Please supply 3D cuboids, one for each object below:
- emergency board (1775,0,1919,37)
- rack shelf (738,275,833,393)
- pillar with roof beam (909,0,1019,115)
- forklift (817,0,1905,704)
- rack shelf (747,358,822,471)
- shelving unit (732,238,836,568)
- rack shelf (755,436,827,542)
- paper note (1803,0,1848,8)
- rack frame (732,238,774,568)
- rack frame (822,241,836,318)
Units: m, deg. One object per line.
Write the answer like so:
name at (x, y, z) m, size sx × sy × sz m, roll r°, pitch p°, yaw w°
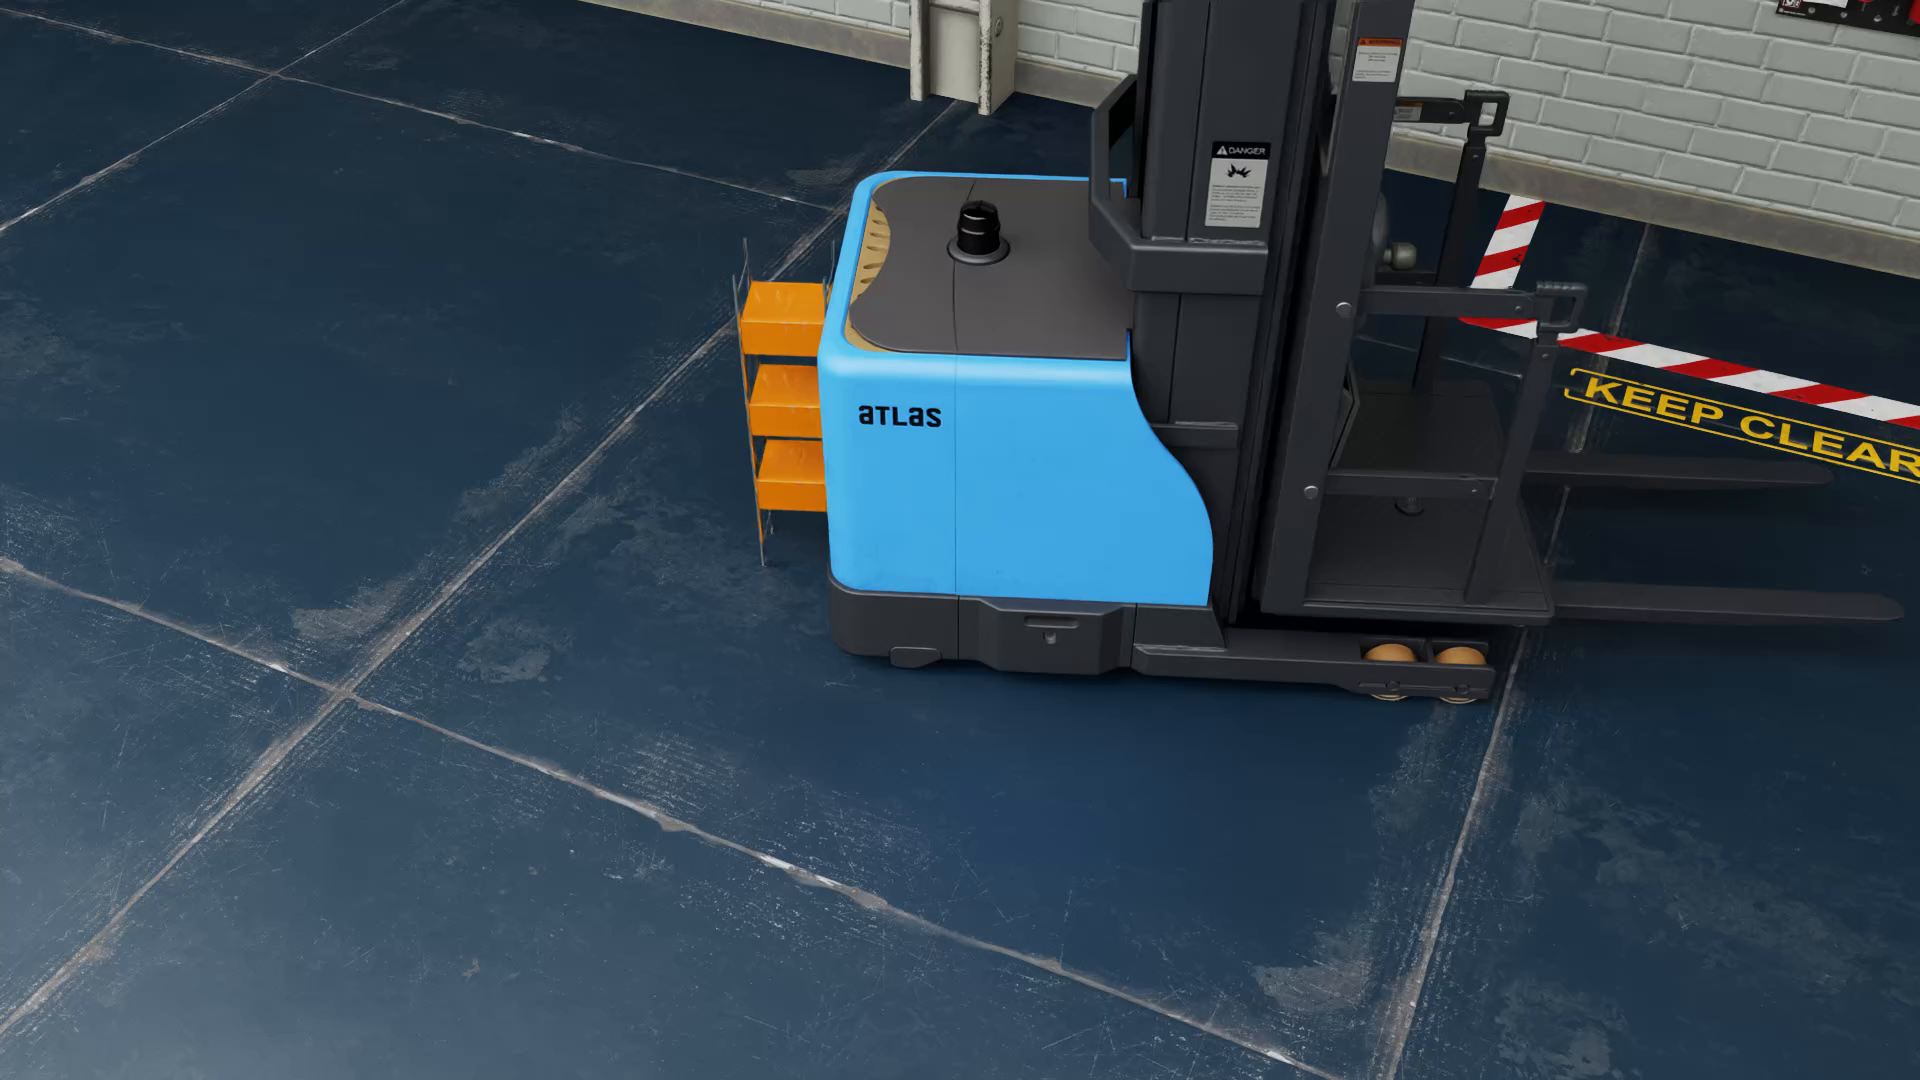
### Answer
emergency board at (3.231, -2.223, 5.525) m, size 0.643 × 1.169 × 0.194 m, roll 17°, pitch 44°, yaw 19°
rack shelf at (-0.480, -0.578, 4.698) m, size 0.240 × 0.259 × 0.215 m, roll 2°, pitch 41°, yaw 3°
pillar with roof beam at (-1.803, -2.890, 1.713) m, size 0.400 × 9.000 × 9.100 m, roll 17°, pitch 44°, yaw 19°
forklift at (1.164, -1.006, 4.173) m, size 3.031 × 2.935 × 1.130 m, roll 2°, pitch 41°, yaw 3°
rack shelf at (-0.480, -0.363, 4.884) m, size 0.240 × 0.259 × 0.215 m, roll 2°, pitch 41°, yaw 3°
shelving unit at (-0.480, -0.371, 4.877) m, size 0.252 × 1.050 × 0.215 m, roll 2°, pitch 41°, yaw 3°
rack shelf at (-0.480, -0.153, 5.066) m, size 0.240 × 0.259 × 0.215 m, roll 2°, pitch 41°, yaw 3°
paper note at (3.100, -1.980, 5.917) m, size 0.142 × 0.148 × 0.016 m, roll 17°, pitch 44°, yaw 19°
rack frame at (-0.602, -0.377, 4.883) m, size 0.008 × 1.050 × 0.200 m, roll 2°, pitch 41°, yaw 3°
rack frame at (-0.358, -0.366, 4.871) m, size 0.008 × 1.050 × 0.200 m, roll 2°, pitch 41°, yaw 3°
